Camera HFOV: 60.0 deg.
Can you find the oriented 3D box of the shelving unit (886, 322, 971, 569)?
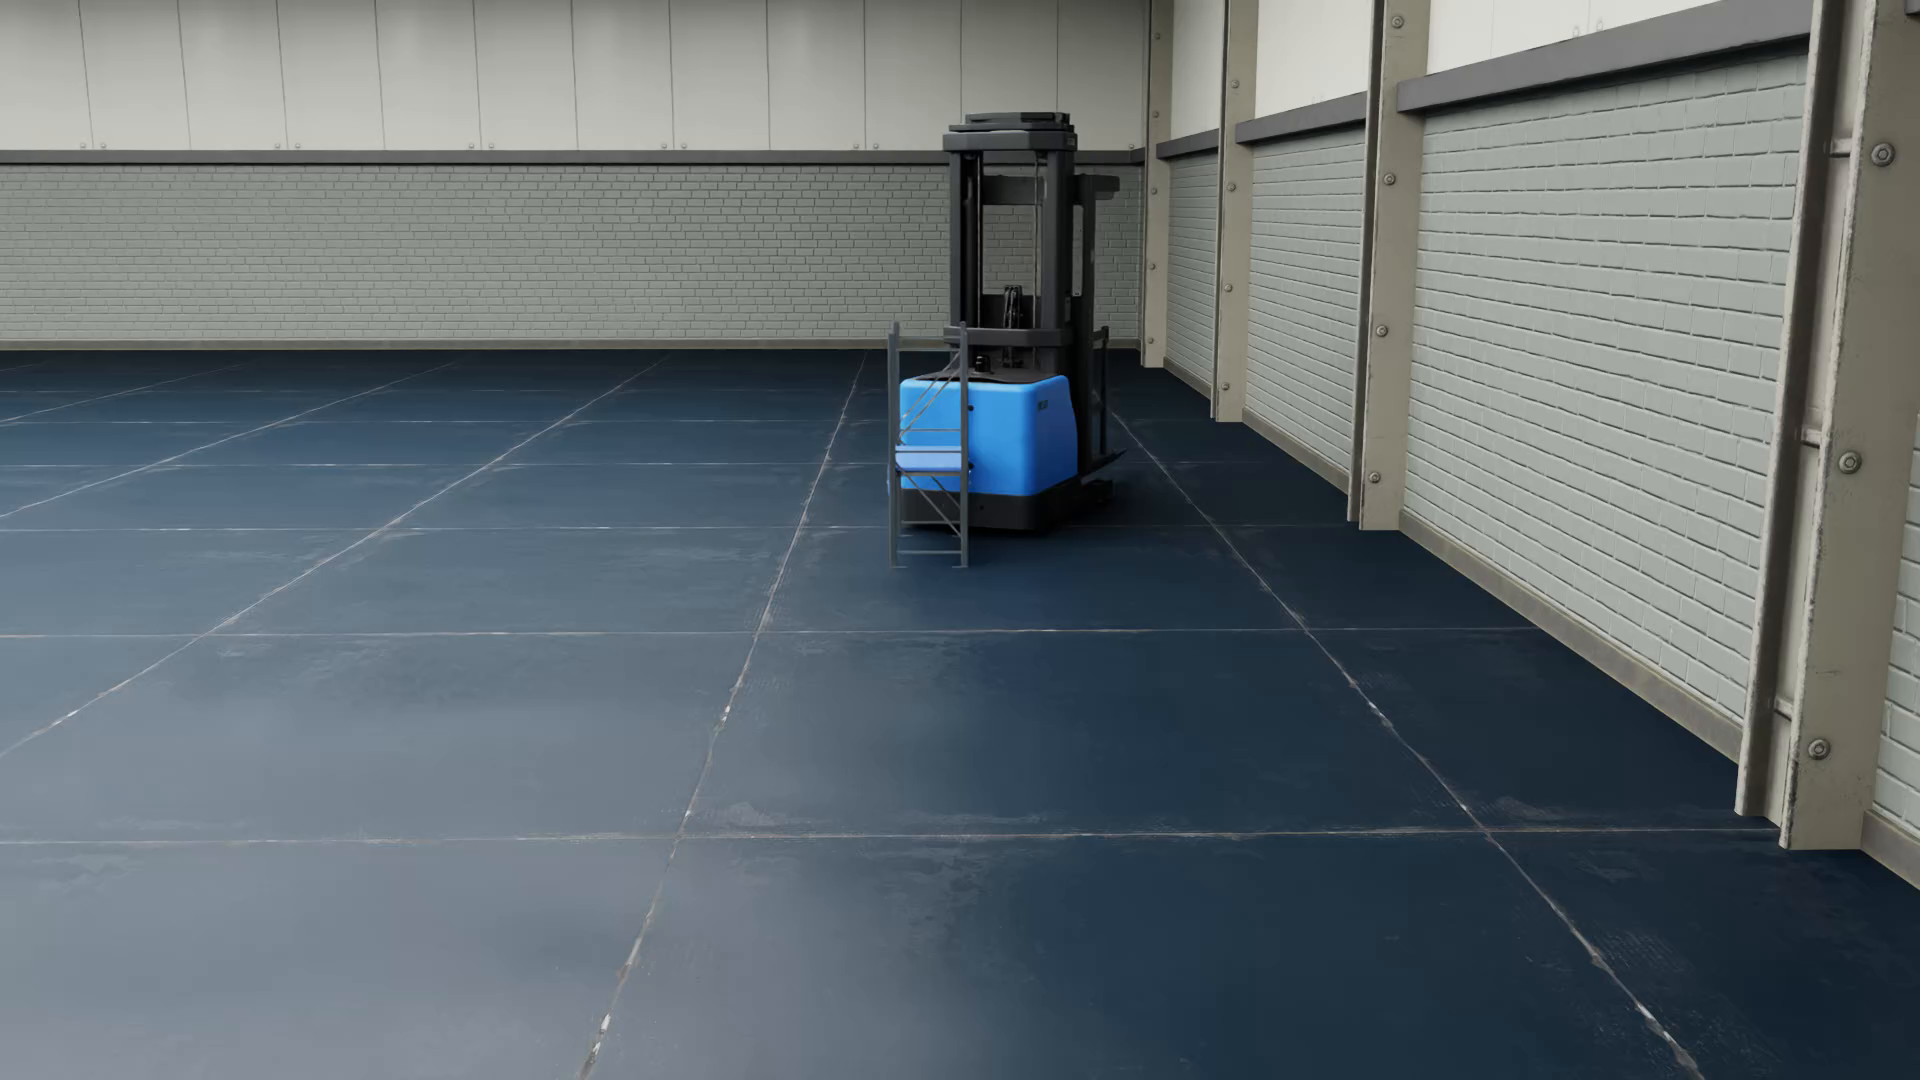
[{"bbox_3d":[-0.202,-0.654,11.011,0.538,1.500,1.048,0,11,0],"label":"shelving unit"}]

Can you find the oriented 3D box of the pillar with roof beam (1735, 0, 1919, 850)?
[{"bbox_3d":[-1.161,-3.310,5.243,9.100,9.000,0.400,0,11,-1],"label":"pillar with roof beam"}]

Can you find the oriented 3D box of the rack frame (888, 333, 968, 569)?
[{"bbox_3d":[-0.199,-0.553,10.513,0.500,1.500,0.032,0,11,0],"label":"rack frame"}]

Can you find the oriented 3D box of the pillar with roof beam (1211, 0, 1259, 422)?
[{"bbox_3d":[-1.409,-5.696,17.001,9.100,9.000,0.400,0,11,-1],"label":"pillar with roof beam"}]

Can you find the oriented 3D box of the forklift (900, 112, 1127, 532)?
[{"bbox_3d":[0.568,-1.746,12.792,1.130,2.935,3.031,4,12,21],"label":"forklift"}]

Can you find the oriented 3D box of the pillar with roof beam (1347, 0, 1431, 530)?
[{"bbox_3d":[-1.285,-4.503,11.122,9.100,9.000,0.400,0,11,-1],"label":"pillar with roof beam"}]

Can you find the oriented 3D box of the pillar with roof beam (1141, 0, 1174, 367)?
[{"bbox_3d":[-1.533,-6.888,22.880,9.100,9.000,0.400,0,11,-1],"label":"pillar with roof beam"}]

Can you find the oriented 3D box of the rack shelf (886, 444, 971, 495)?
[{"bbox_3d":[-0.202,-0.478,11.047,0.538,0.185,1.000,0,11,0],"label":"rack shelf"}]

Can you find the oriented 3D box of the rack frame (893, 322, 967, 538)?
[{"bbox_3d":[-0.206,-0.755,11.509,0.500,1.500,0.032,0,11,0],"label":"rack frame"}]
